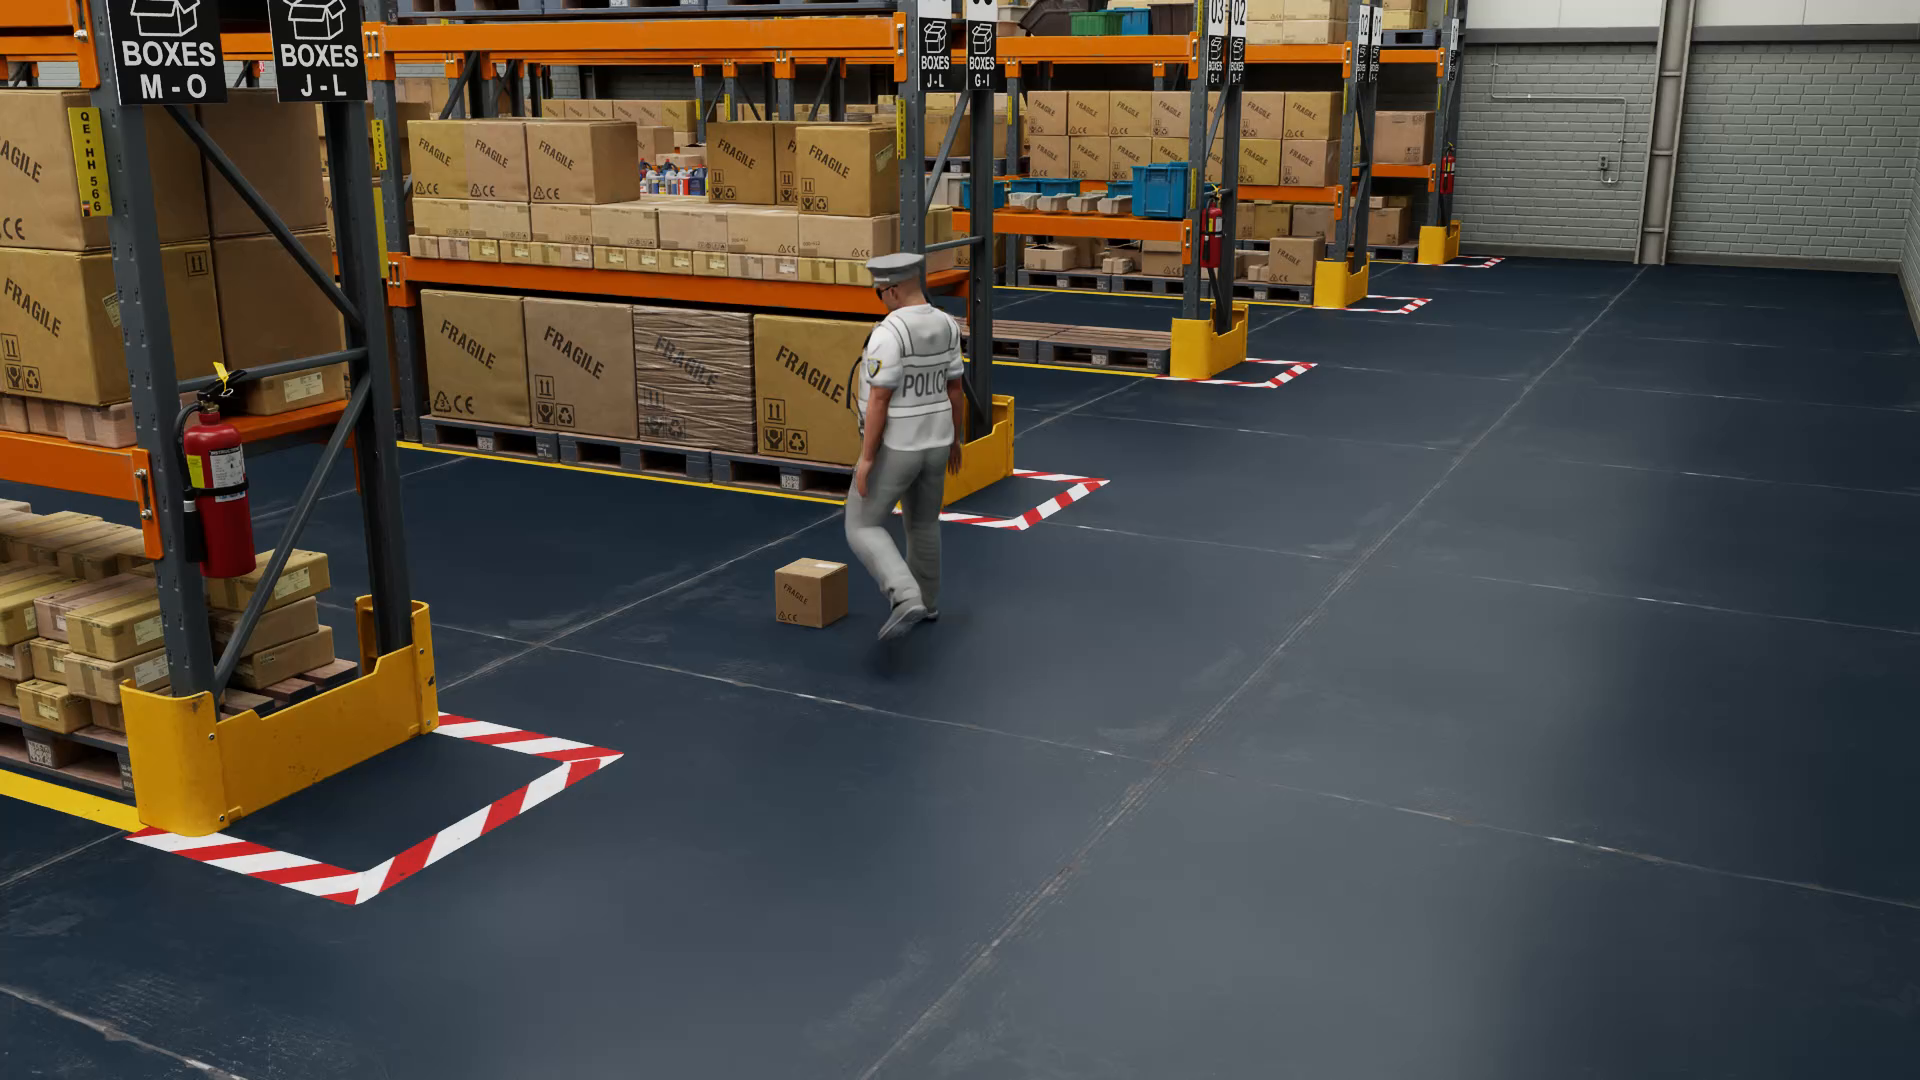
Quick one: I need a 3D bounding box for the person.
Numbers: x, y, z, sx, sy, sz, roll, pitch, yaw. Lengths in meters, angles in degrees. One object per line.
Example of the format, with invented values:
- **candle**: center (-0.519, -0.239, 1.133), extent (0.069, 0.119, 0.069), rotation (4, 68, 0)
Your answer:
- **person**: center (-0.250, -0.417, 7.504), extent (0.630, 1.740, 0.658), rotation (15, 21, 42)
